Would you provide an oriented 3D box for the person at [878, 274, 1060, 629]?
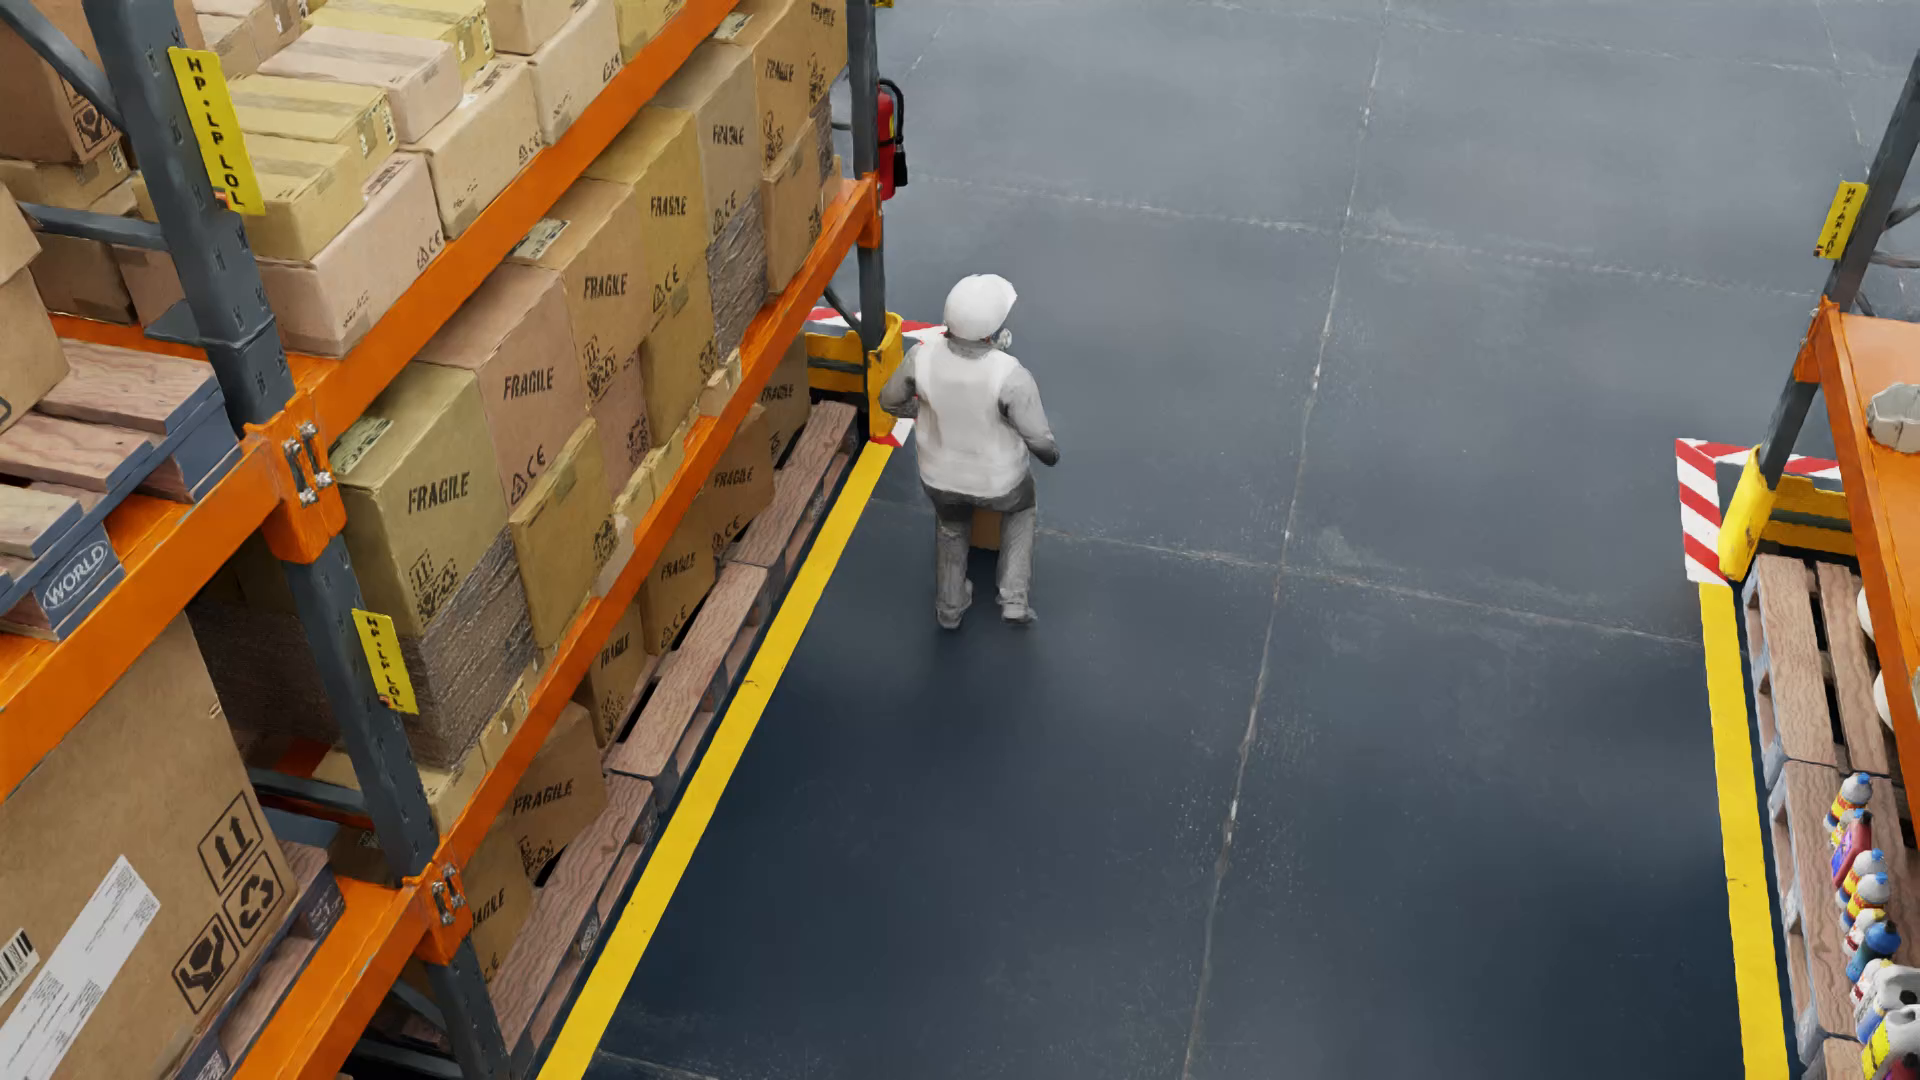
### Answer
[{"bbox_3d":[0.054,-0.340,6.550,0.716,1.738,0.503,9,42,10],"label":"person"}]
